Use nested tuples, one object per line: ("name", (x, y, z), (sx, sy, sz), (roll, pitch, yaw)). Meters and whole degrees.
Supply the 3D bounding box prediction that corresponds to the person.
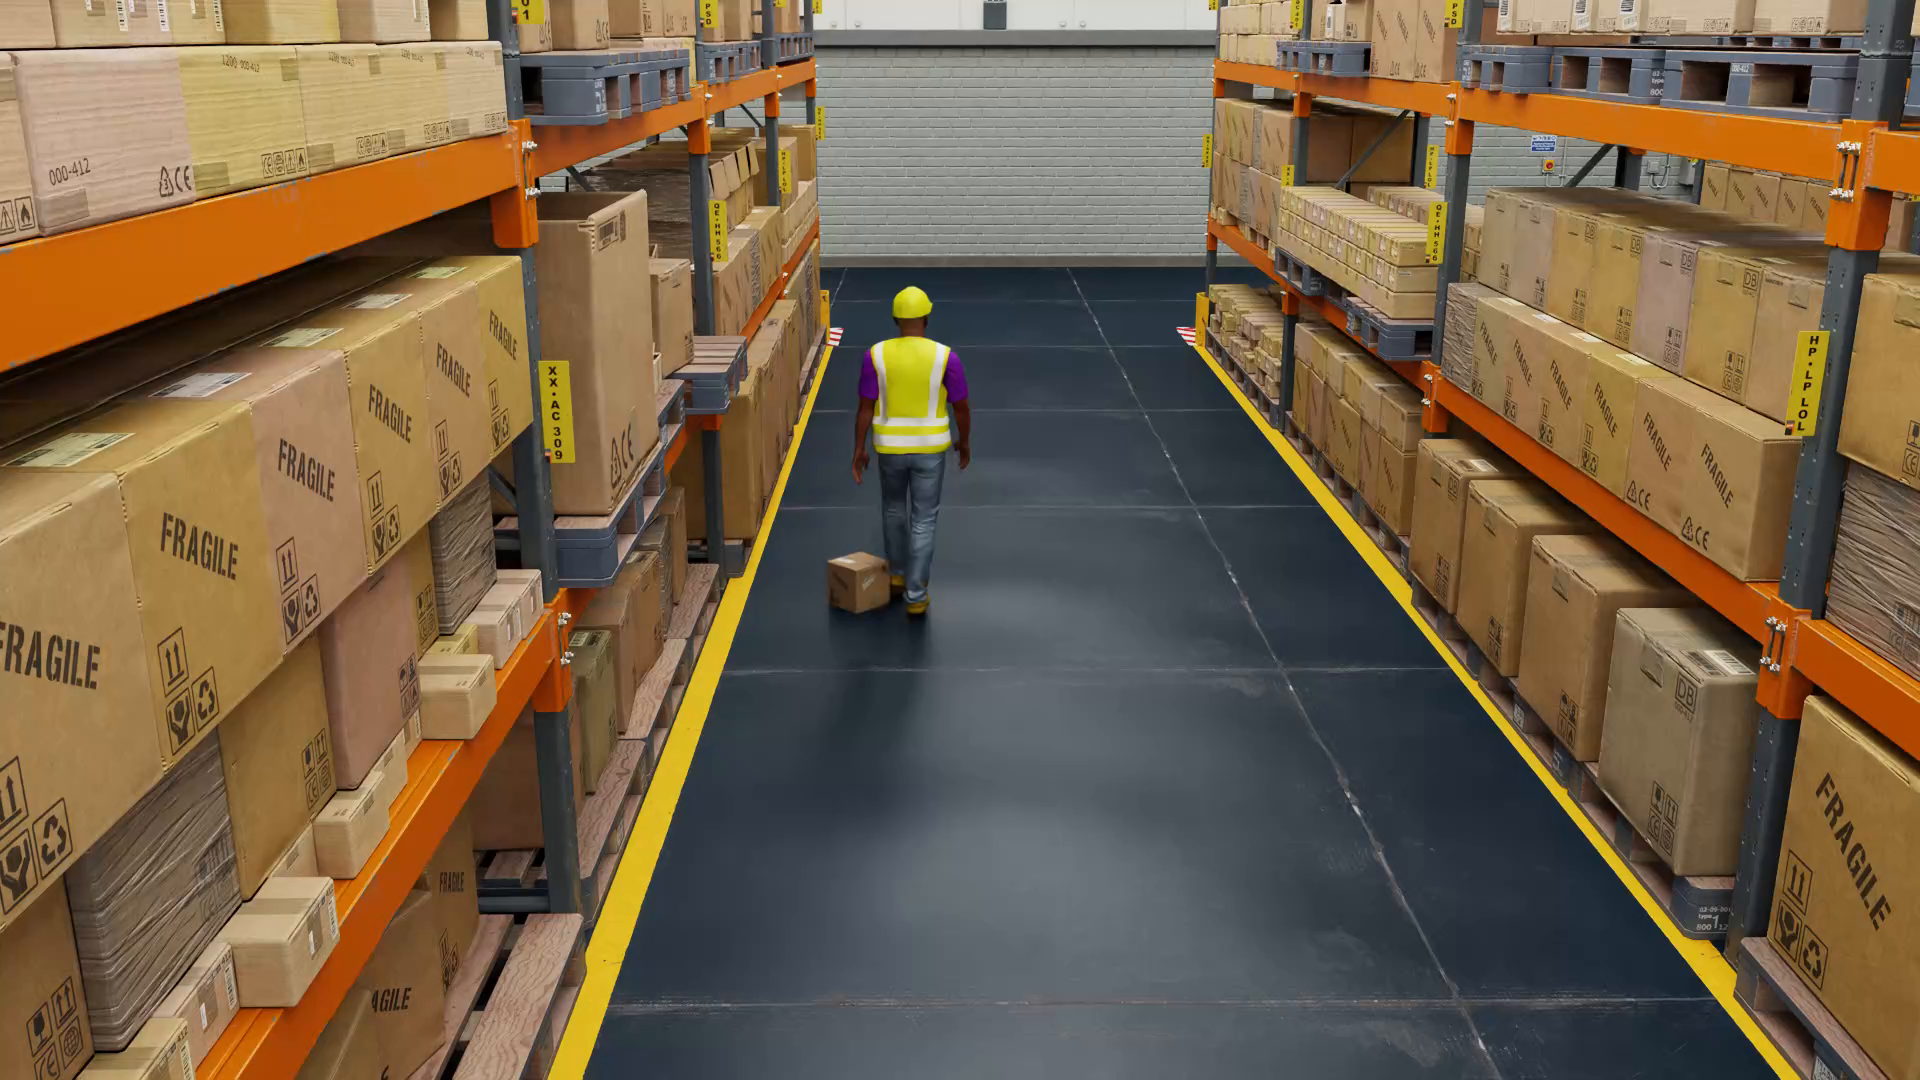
("person", (-0.260, -0.469, 9.054), (0.625, 1.818, 0.569), (2, 17, 8))
